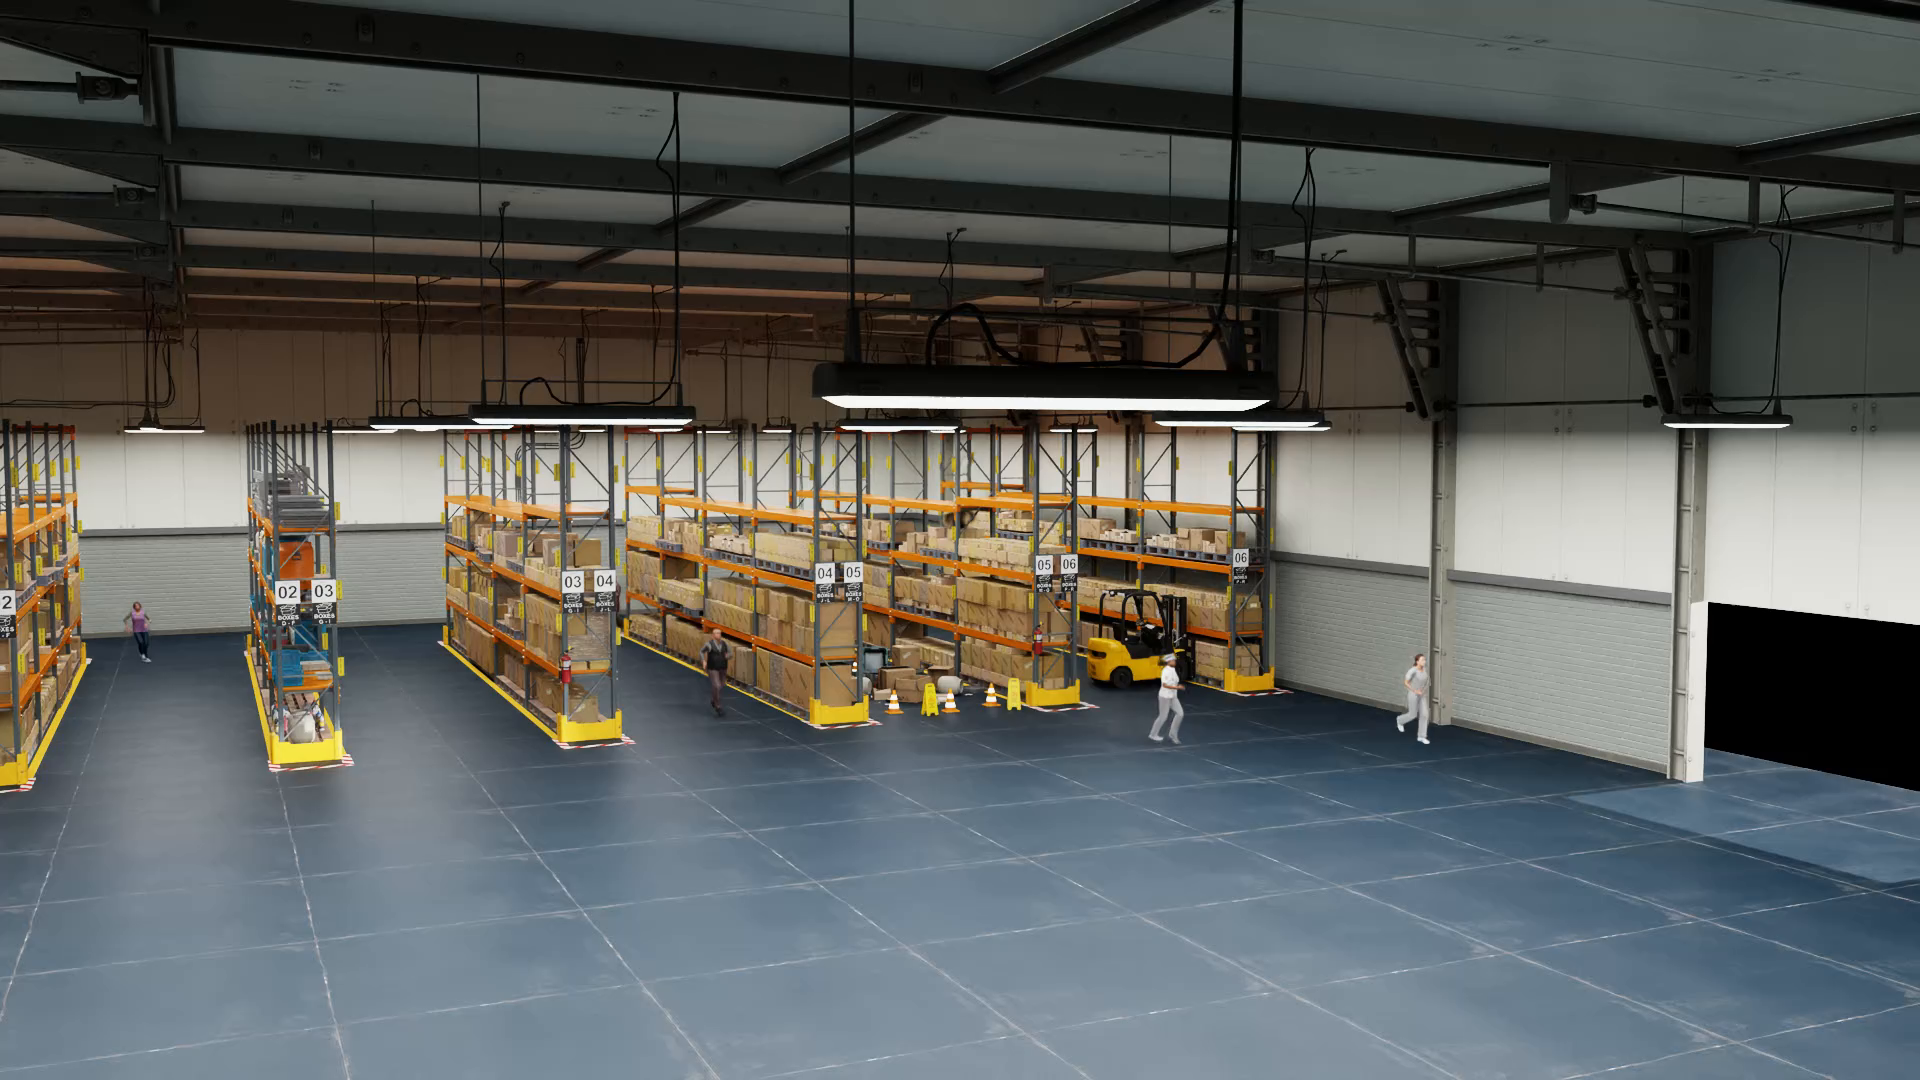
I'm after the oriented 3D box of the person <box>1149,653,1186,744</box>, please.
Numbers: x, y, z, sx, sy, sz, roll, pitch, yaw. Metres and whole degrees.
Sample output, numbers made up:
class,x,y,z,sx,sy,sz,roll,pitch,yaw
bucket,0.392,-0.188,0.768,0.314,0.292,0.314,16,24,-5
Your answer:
class,x,y,z,sx,sy,sz,roll,pitch,yaw
person,3.879,2.960,30.954,0.736,1.742,0.563,2,4,30

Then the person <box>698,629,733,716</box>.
class,x,y,z,sx,sy,sz,roll,pitch,yaw
person,-4.992,2.694,34.238,0.645,1.734,0.904,-2,4,-34

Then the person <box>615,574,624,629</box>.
class,x,y,z,sx,sy,sz,roll,pitch,yaw
person,-10.079,1.833,48.577,0.760,1.721,0.764,-3,5,-42

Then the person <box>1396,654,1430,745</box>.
class,x,y,z,sx,sy,sz,roll,pitch,yaw
person,8.567,2.955,31.260,0.588,1.652,0.909,-2,4,-29

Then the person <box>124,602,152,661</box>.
class,x,y,z,sx,sy,sz,roll,pitch,yaw
person,-20.724,2.322,41.974,0.625,1.547,0.566,-3,4,-37
